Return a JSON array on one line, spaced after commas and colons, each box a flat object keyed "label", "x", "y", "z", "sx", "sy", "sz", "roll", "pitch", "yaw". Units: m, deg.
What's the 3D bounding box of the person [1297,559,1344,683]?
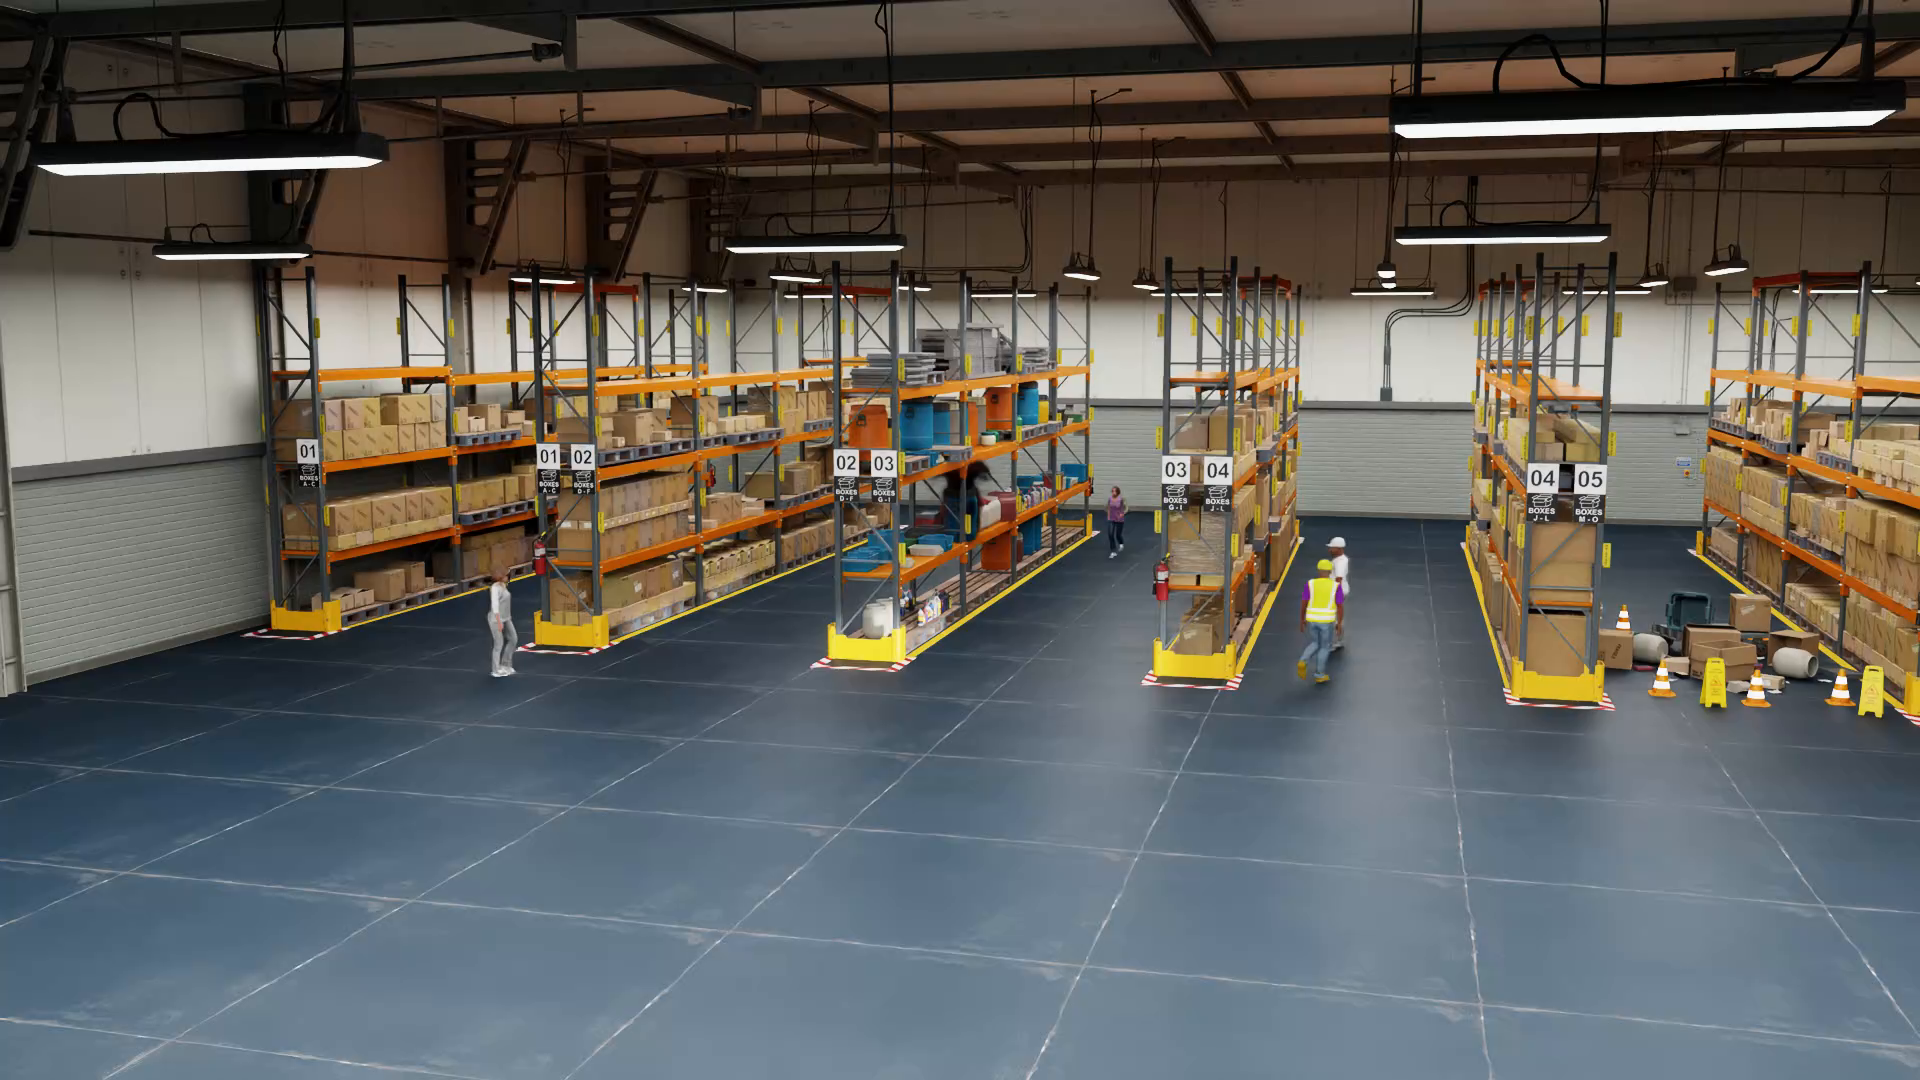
[{"label": "person", "x": 5.087, "y": 1.149, "z": 23.412, "sx": 0.590, "sy": 1.753, "sz": 0.545, "roll": -6, "pitch": 10, "yaw": -41}]

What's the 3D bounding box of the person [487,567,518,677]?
[{"label": "person", "x": -6.644, "y": 1.193, "z": 24.024, "sx": 0.368, "sy": 1.623, "sz": 0.471, "roll": 2, "pitch": 8, "yaw": 19}]

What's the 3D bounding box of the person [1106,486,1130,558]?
[{"label": "person", "x": 3.481, "y": -0.407, "z": 36.730, "sx": 0.551, "sy": 1.575, "sz": 0.648, "roll": 2, "pitch": 8, "yaw": 19}]

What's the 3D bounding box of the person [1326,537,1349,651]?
[{"label": "person", "x": 5.861, "y": 0.836, "z": 26.008, "sx": 0.468, "sy": 1.778, "sz": 0.571, "roll": 5, "pitch": 9, "yaw": 33}]
